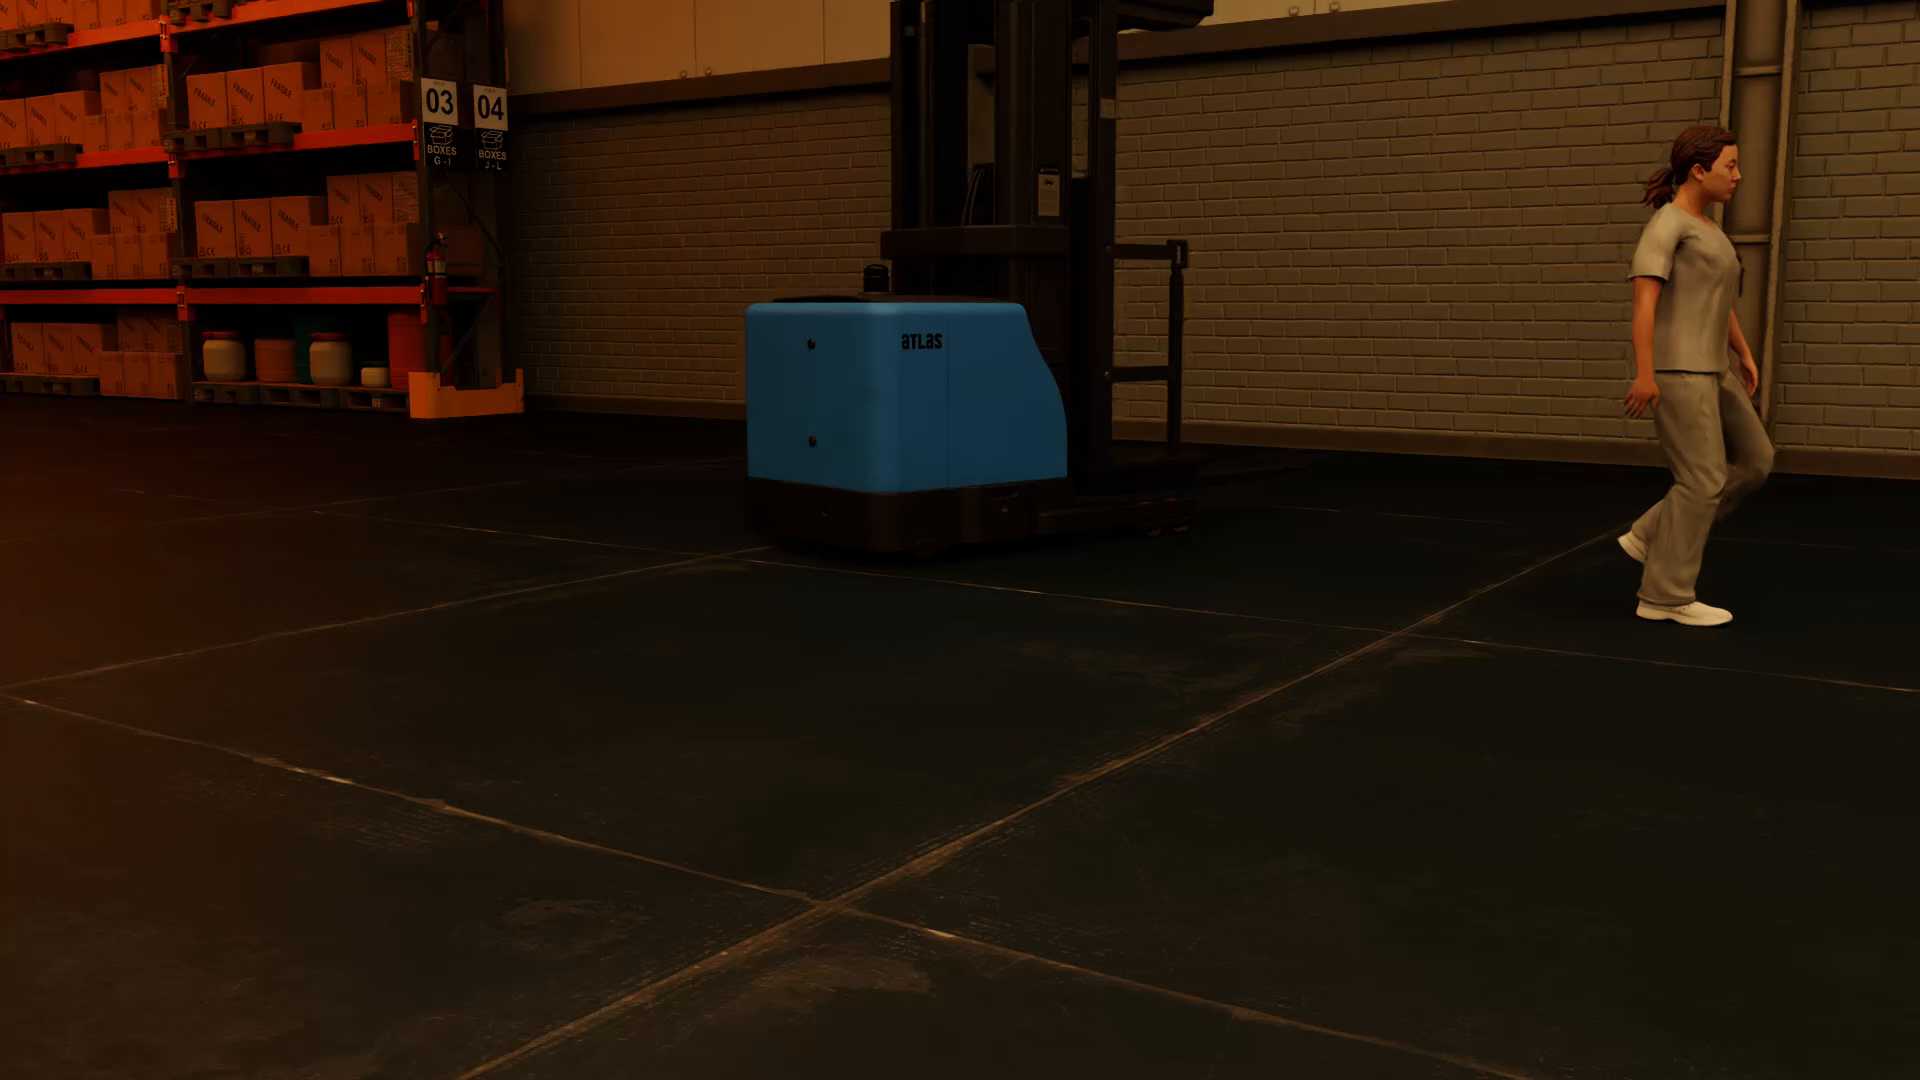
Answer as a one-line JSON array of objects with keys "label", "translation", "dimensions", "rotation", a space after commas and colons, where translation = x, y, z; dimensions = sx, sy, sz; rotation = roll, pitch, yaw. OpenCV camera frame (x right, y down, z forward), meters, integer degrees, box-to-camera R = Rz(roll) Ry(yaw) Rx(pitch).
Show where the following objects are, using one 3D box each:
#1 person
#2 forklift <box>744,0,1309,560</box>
[{"label": "person", "translation": [2.464, -0.548, 5.592], "dimensions": [0.477, 1.656, 0.611], "rotation": [6, 10, 36]}, {"label": "forklift", "translation": [0.481, -1.518, 7.866], "dimensions": [3.031, 2.935, 1.130], "rotation": [-7, 11, -41]}]
